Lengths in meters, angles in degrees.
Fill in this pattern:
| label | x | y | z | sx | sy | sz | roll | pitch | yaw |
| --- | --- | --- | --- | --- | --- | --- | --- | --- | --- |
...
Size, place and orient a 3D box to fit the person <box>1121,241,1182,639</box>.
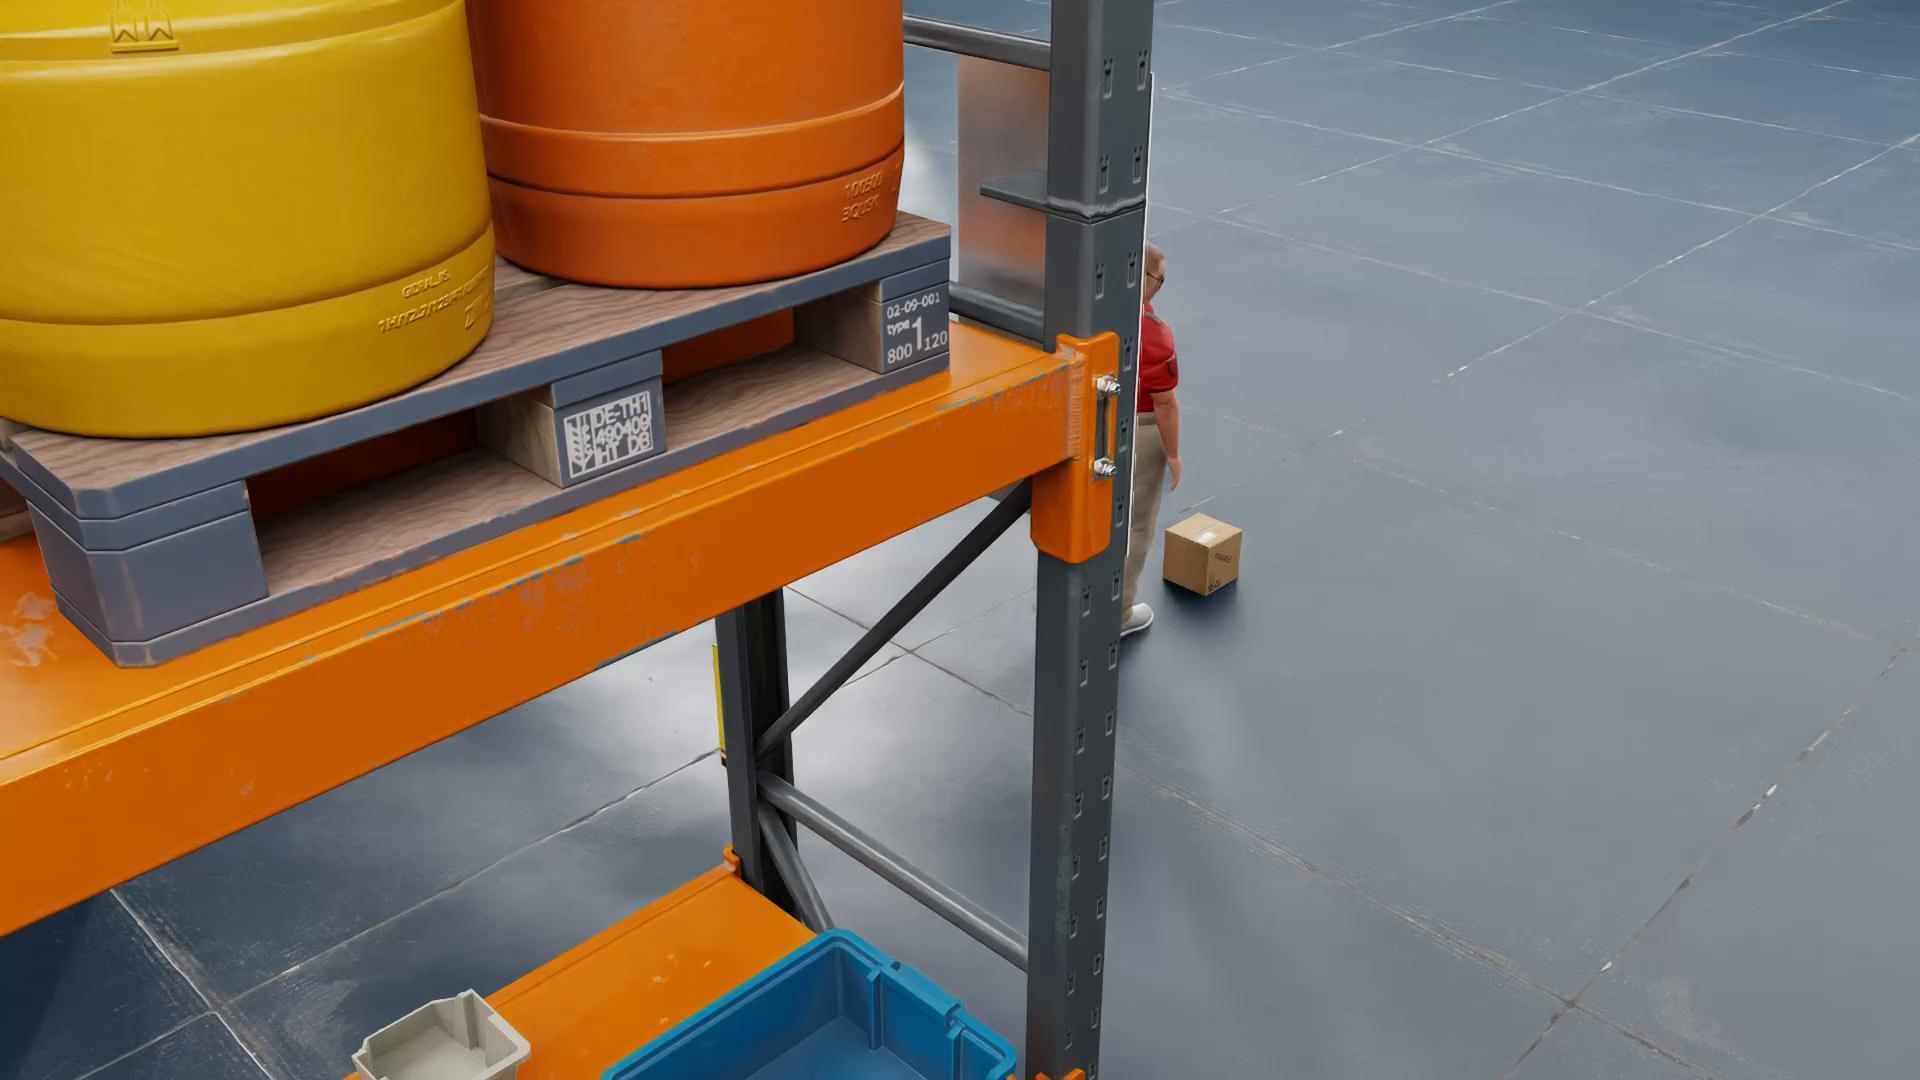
| label | x | y | z | sx | sy | sz | roll | pitch | yaw |
| --- | --- | --- | --- | --- | --- | --- | --- | --- | --- |
| person | 0.718 | -0.396 | 6.932 | 0.577 | 1.784 | 0.500 | 23 | 35 | 36 |
